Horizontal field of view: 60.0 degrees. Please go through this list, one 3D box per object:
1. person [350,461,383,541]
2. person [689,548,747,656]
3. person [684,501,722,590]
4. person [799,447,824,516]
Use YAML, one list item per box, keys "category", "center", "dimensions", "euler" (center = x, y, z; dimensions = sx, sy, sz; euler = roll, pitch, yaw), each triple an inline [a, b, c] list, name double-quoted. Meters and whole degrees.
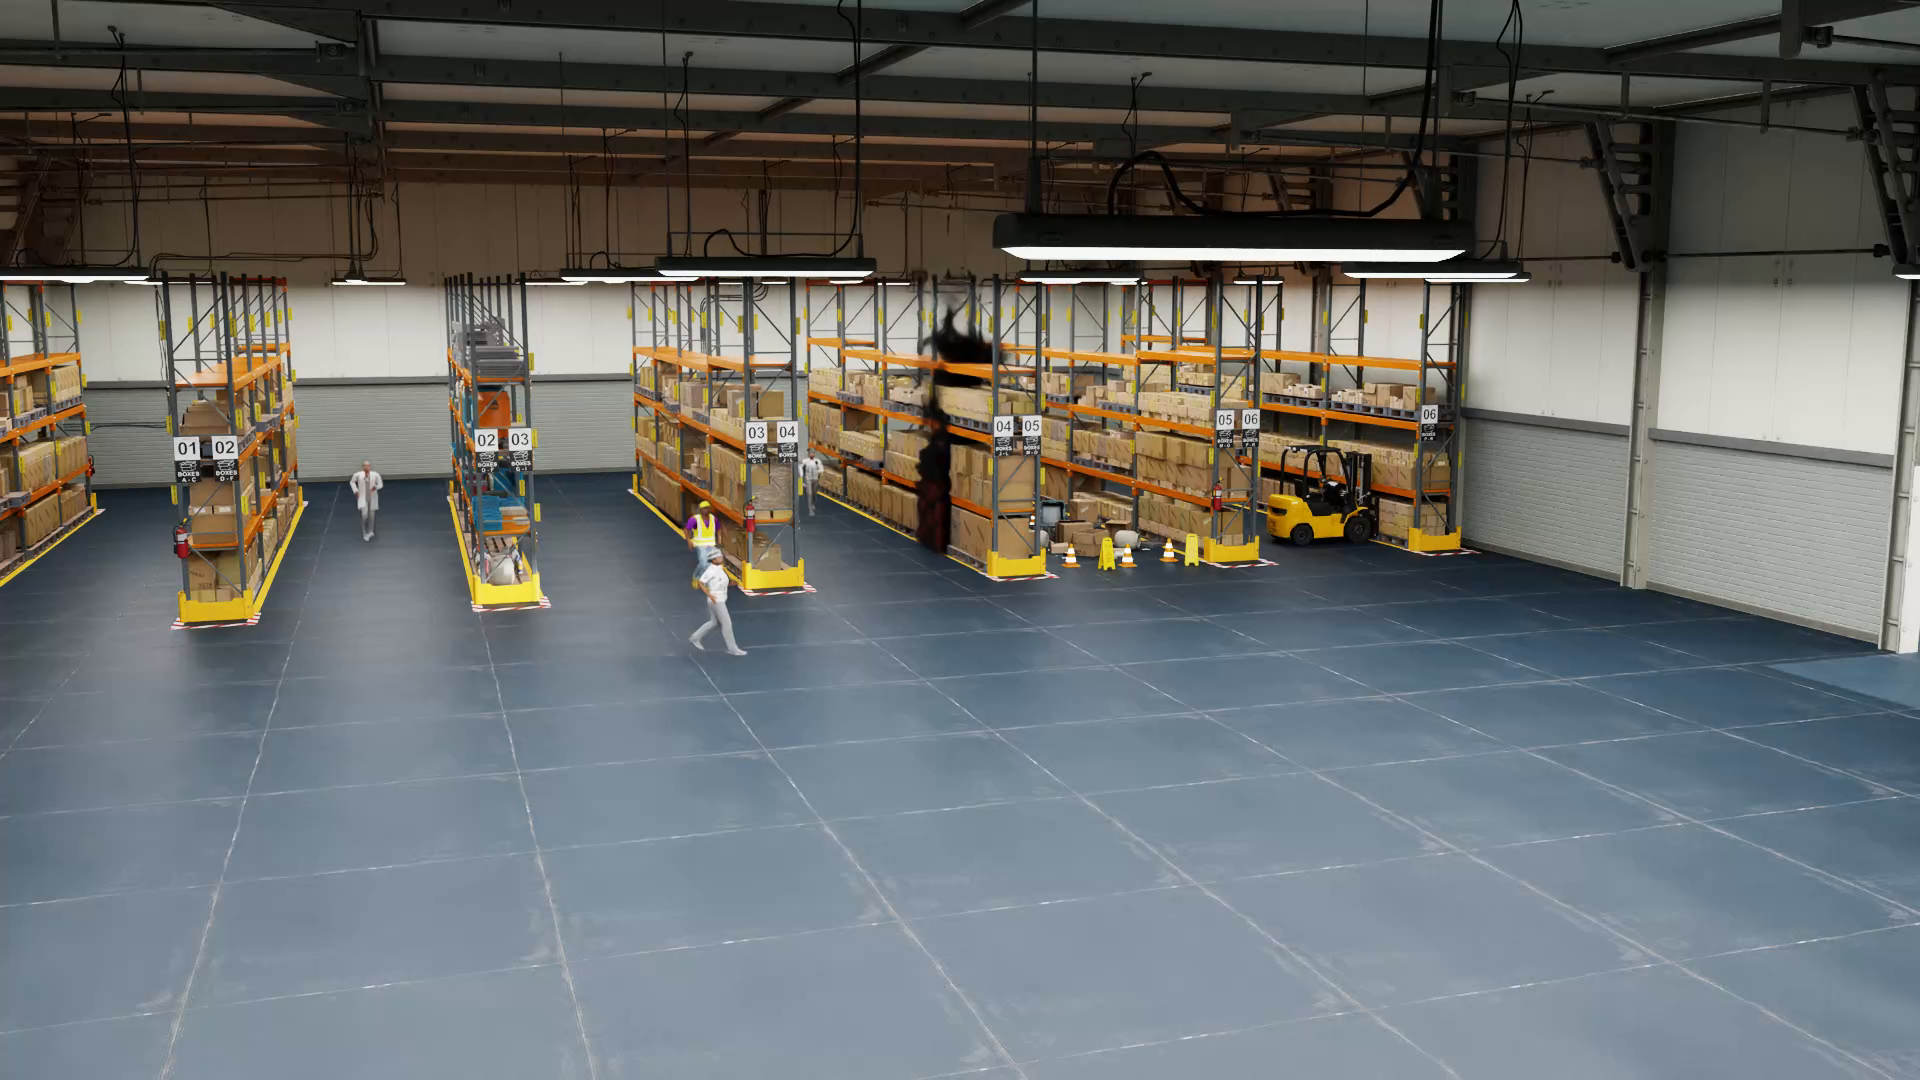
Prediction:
- category: "person"
  center: [-13.610, -0.891, 38.223]
  dimensions: [0.691, 1.847, 0.750]
  euler: [-4, 10, -25]
- category: "person"
  center: [-3.799, 0.961, 25.987]
  dimensions: [0.921, 1.684, 0.558]
  euler: [0, 9, 3]
- category: "person"
  center: [-4.822, 0.114, 31.587]
  dimensions: [0.704, 1.727, 0.559]
  euler: [-6, 10, -34]
- category: "person"
  center: [-3.767, -1.516, 42.329]
  dimensions: [0.614, 1.686, 0.918]
  euler: [-2, 9, -14]
